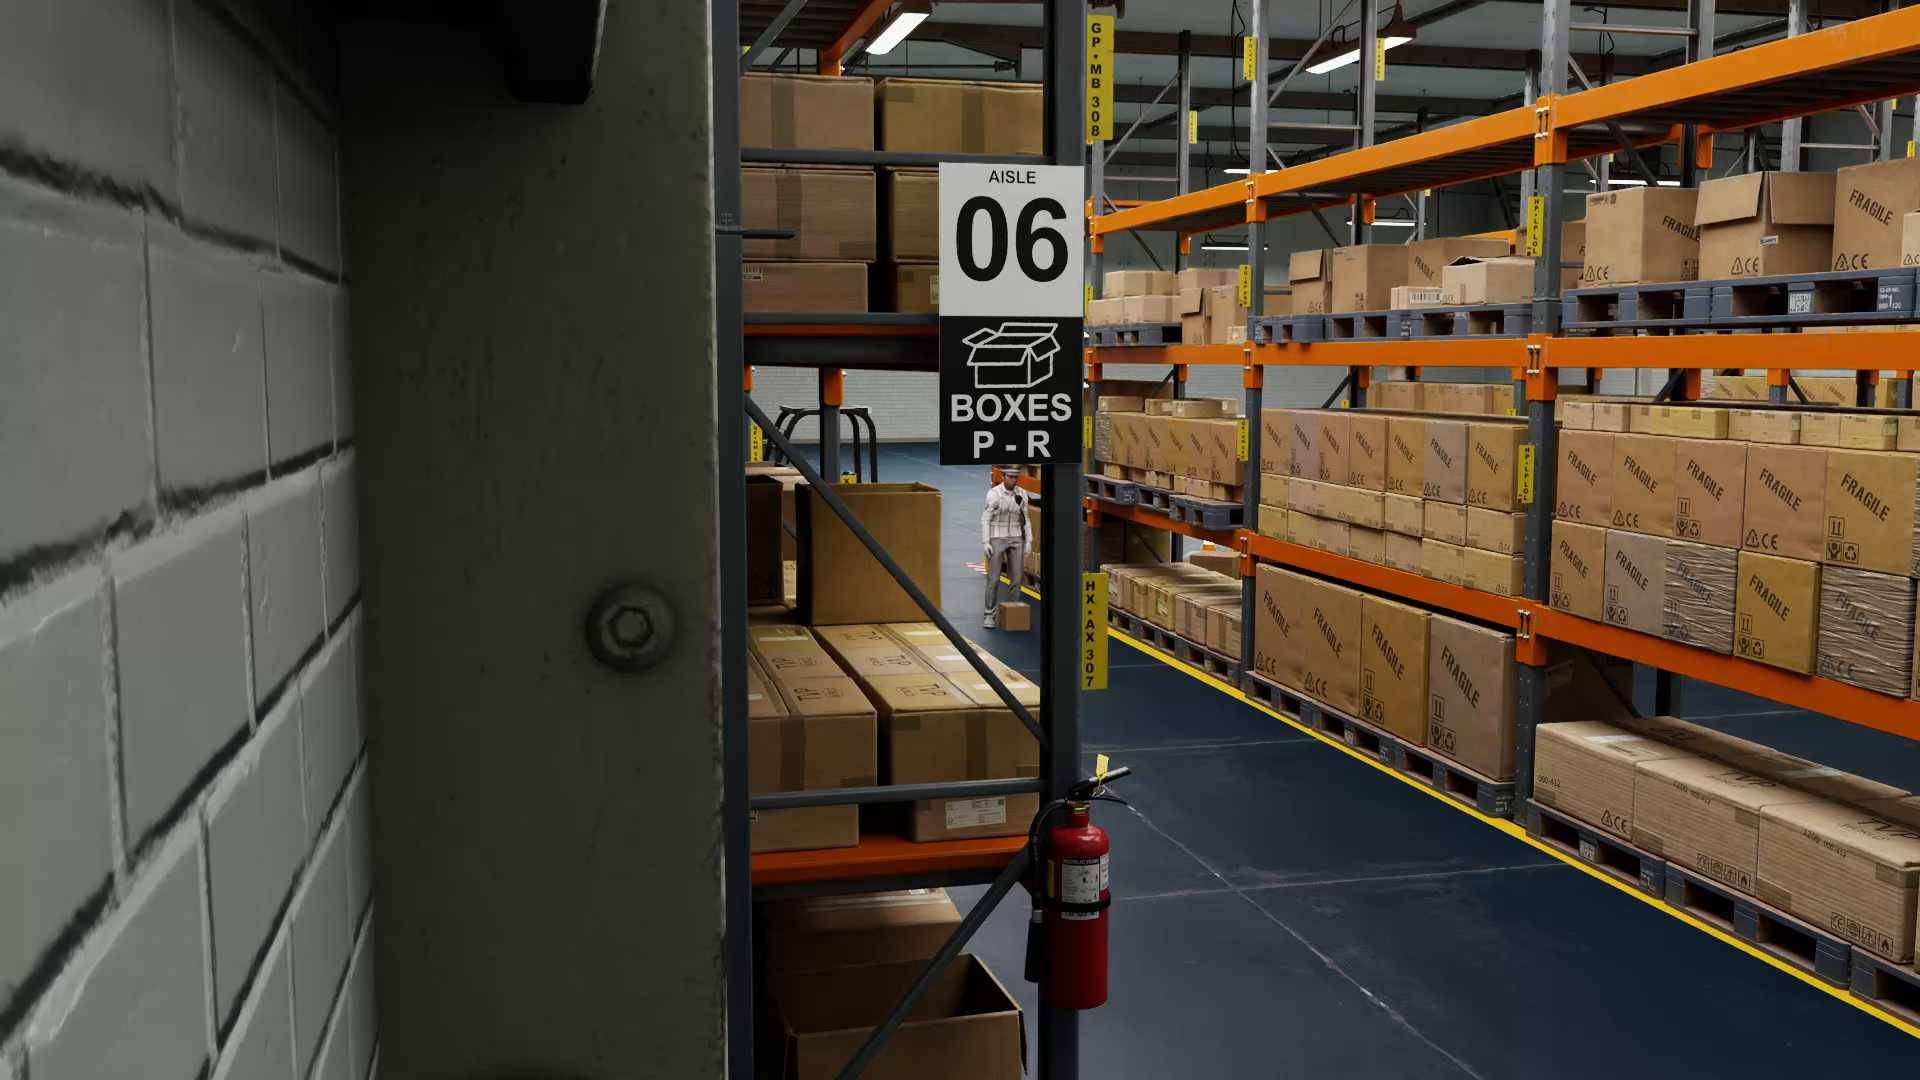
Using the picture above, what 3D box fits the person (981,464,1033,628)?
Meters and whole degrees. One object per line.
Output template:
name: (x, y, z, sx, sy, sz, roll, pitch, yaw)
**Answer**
person: (0.473, 0.037, 16.760, 0.545, 1.666, 0.371, -2, 7, -17)
